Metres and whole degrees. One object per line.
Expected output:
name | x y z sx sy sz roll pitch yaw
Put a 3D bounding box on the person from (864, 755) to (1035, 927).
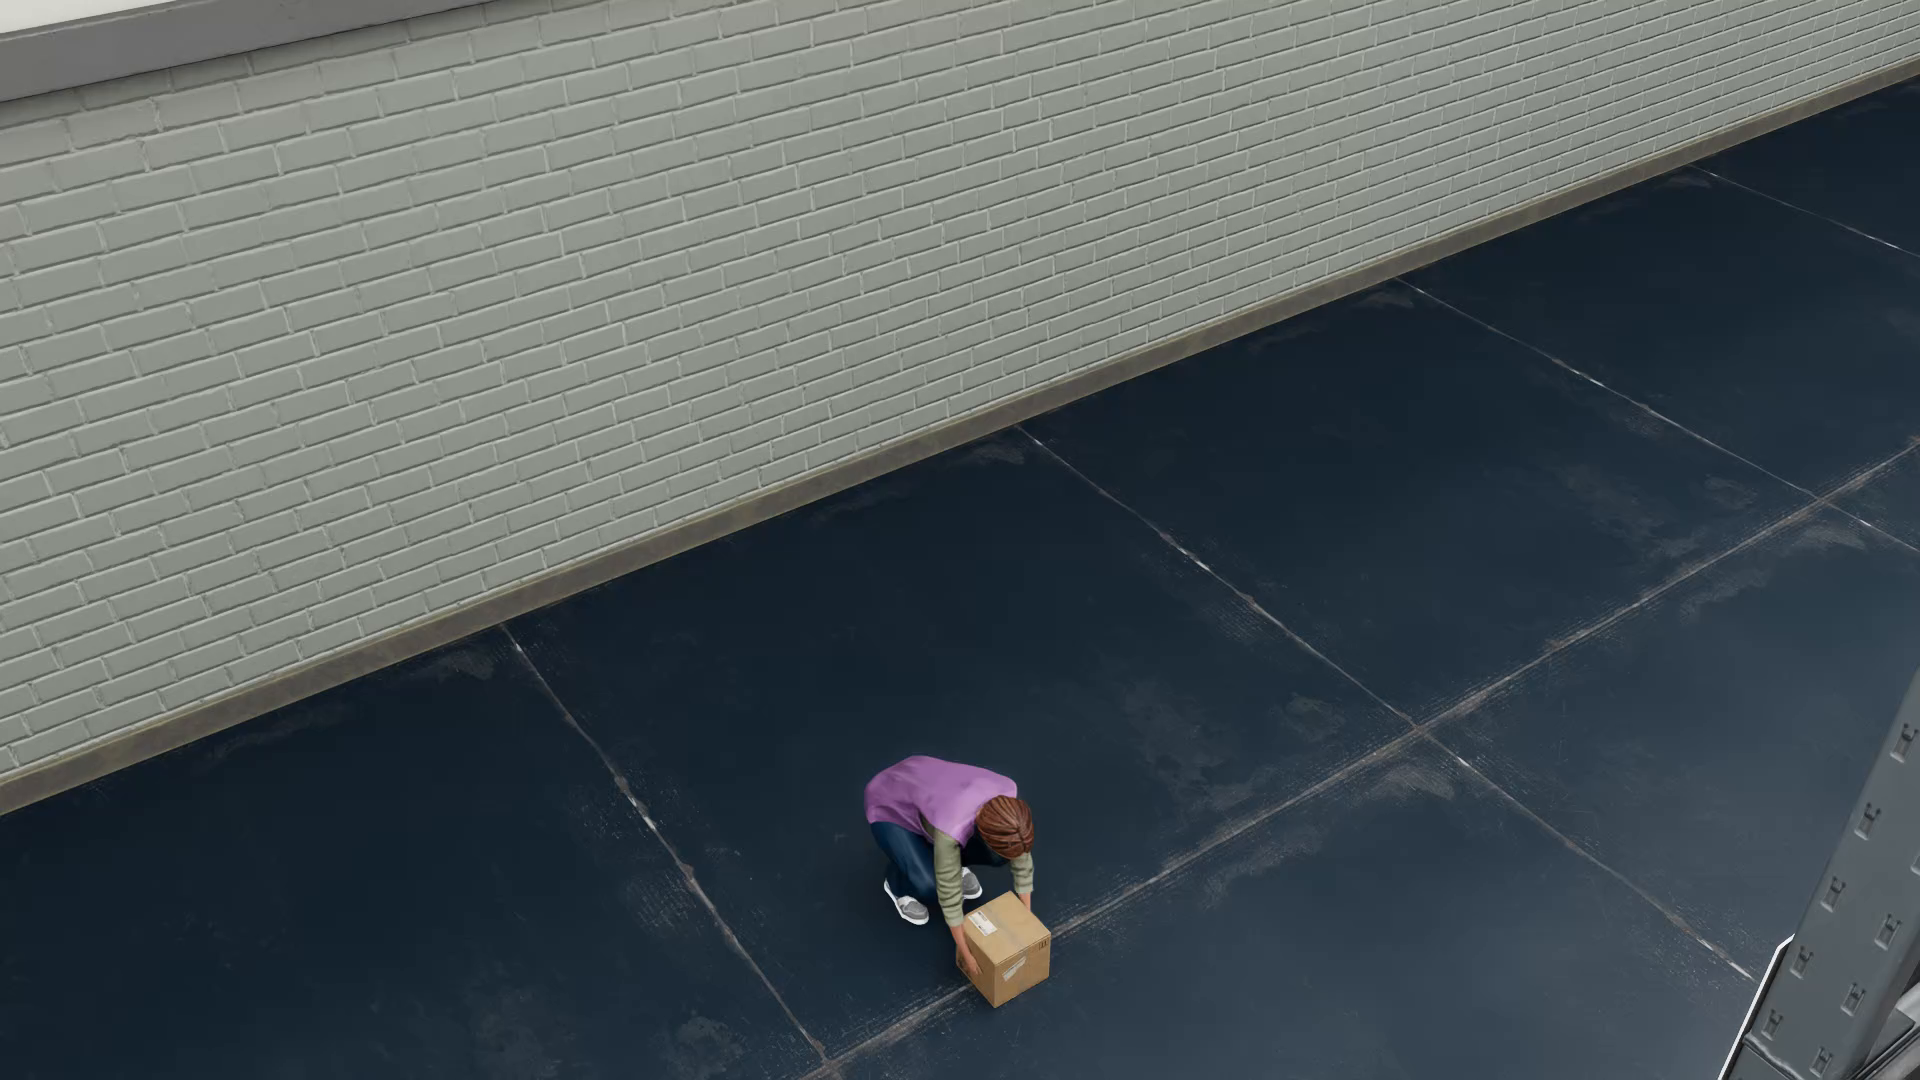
person | -3.303 2.457 2.399 10.192 3.198 3.339 -23 42 -27
